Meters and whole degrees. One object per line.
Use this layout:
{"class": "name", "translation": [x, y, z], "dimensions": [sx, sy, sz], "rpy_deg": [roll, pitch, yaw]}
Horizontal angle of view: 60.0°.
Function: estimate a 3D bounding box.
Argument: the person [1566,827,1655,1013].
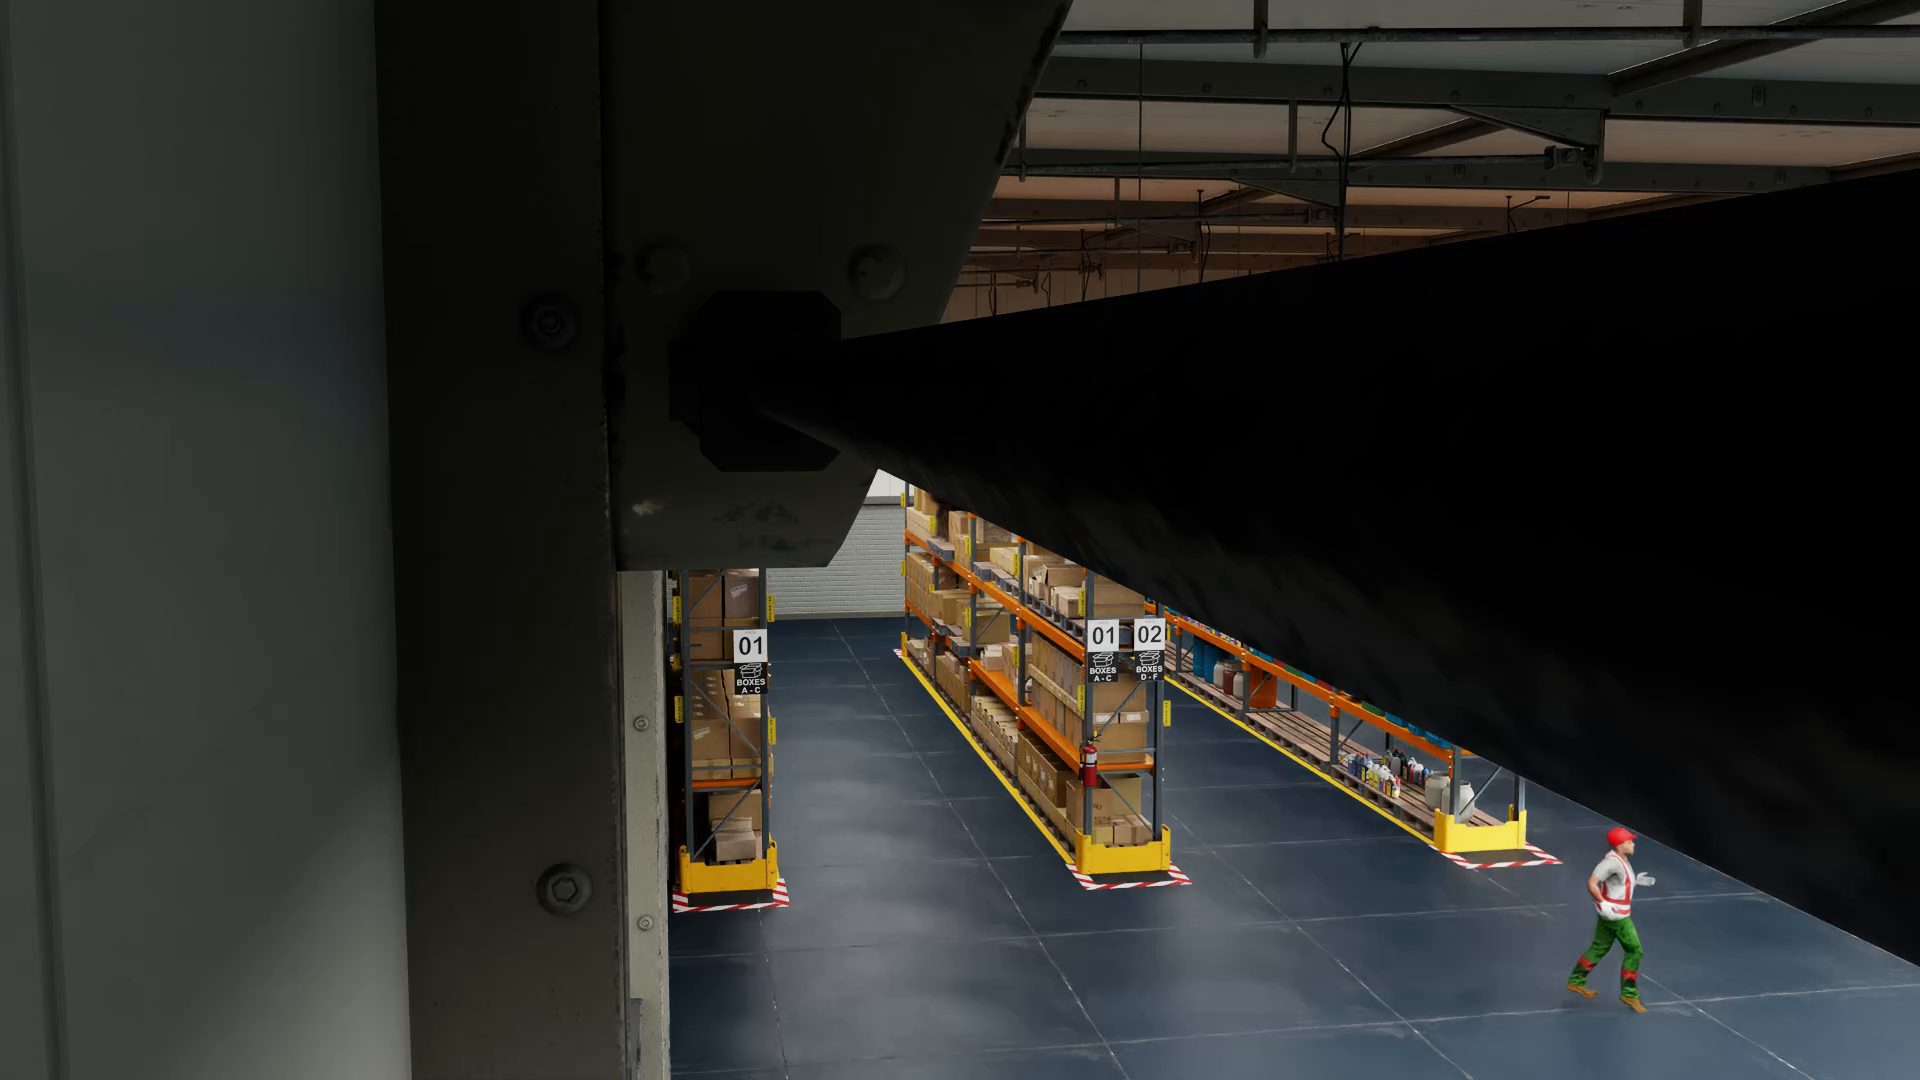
{"class": "person", "translation": [6.460, 3.743, 16.498], "dimensions": [0.798, 1.851, 0.618], "rpy_deg": [2, 6, 15]}
